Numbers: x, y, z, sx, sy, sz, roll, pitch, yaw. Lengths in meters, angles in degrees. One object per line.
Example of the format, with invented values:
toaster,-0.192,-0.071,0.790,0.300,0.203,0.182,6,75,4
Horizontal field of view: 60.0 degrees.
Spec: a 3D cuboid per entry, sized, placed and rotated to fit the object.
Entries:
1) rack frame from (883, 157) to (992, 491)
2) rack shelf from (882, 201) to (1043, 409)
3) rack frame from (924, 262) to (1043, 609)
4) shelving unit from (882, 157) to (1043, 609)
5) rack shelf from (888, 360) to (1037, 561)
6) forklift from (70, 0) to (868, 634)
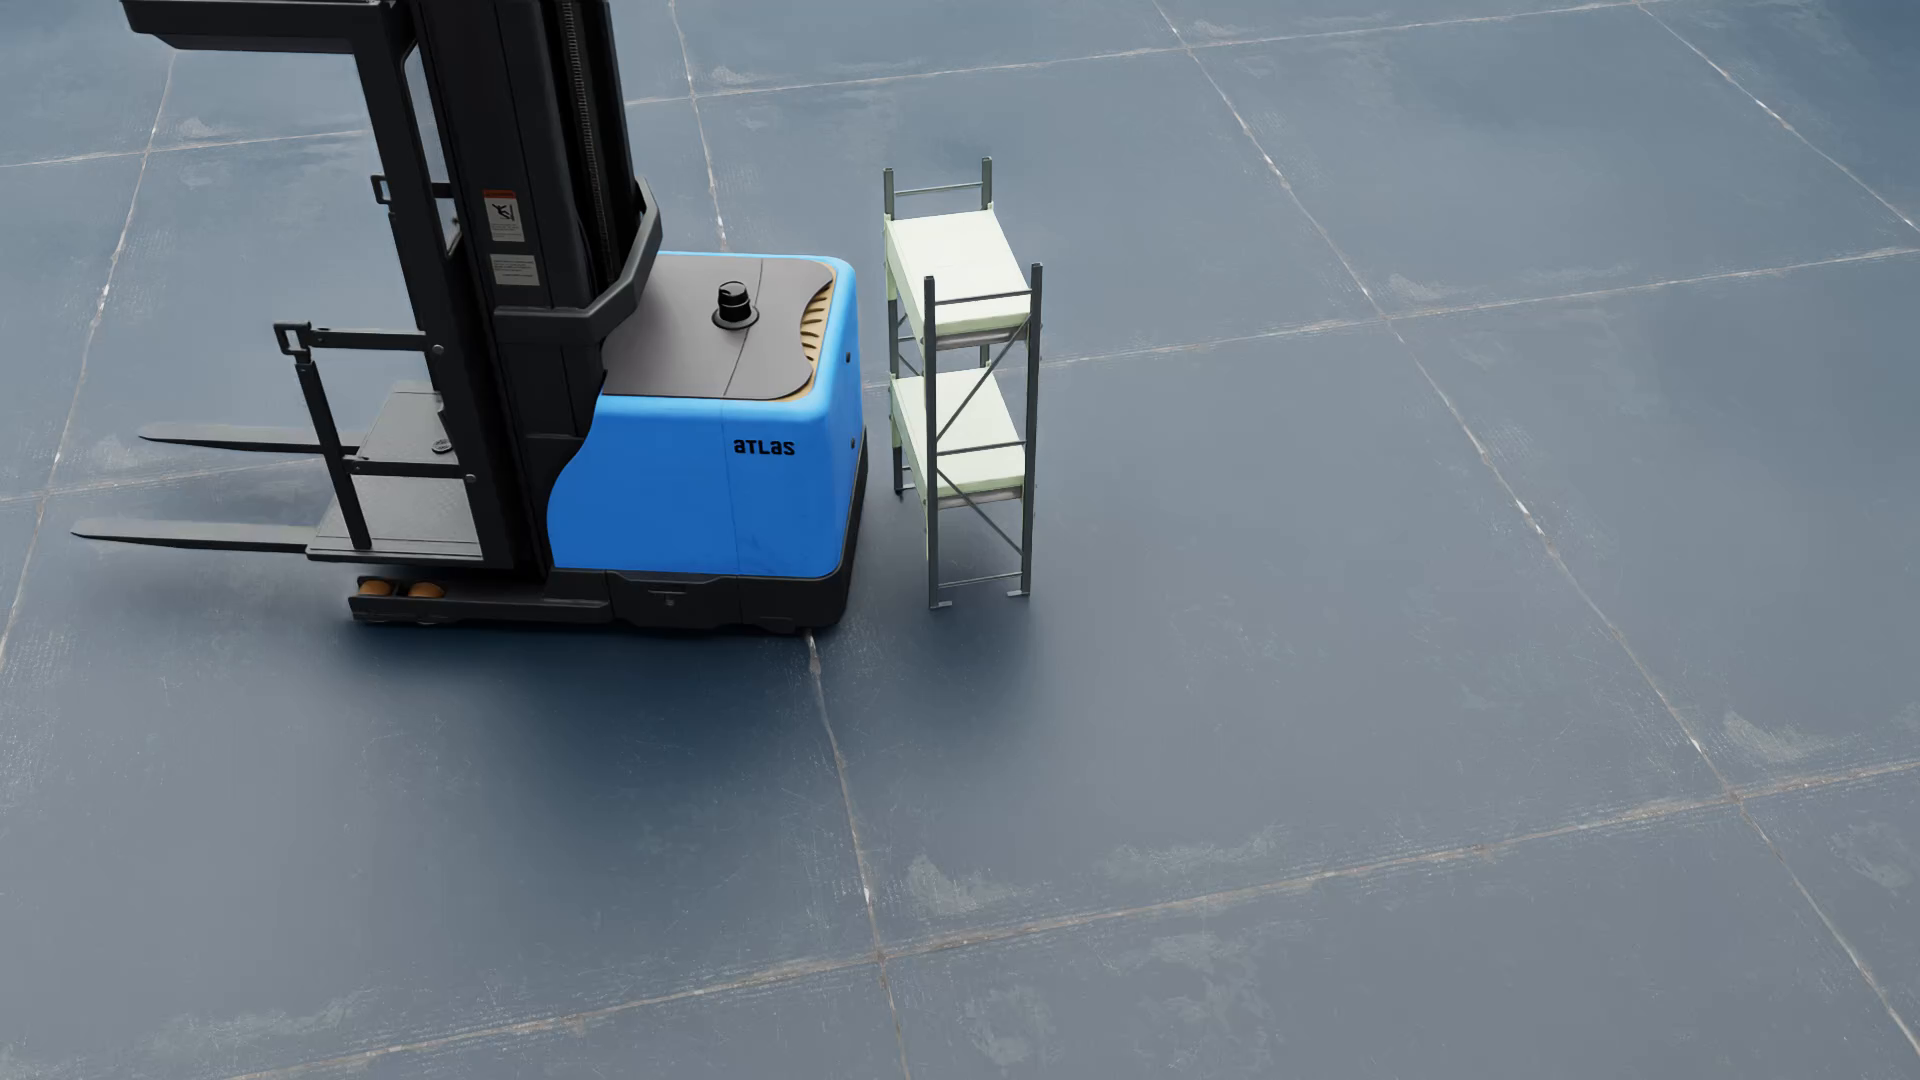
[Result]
rack frame,-0.080,-0.802,6.524,0.400,1.500,0.023,-8,42,-9
rack shelf,-0.001,-0.857,5.998,0.431,0.370,0.720,-8,42,-9
rack frame,0.078,-0.328,5.990,0.400,1.500,0.023,-8,42,-9
shelving unit,-0.001,-0.565,6.257,0.431,1.500,0.755,-8,42,-9
rack shelf,-0.001,-0.321,6.473,0.431,0.370,0.720,-8,42,-9
forklift,-1.923,-1.119,5.803,3.031,2.935,1.130,2,42,3
